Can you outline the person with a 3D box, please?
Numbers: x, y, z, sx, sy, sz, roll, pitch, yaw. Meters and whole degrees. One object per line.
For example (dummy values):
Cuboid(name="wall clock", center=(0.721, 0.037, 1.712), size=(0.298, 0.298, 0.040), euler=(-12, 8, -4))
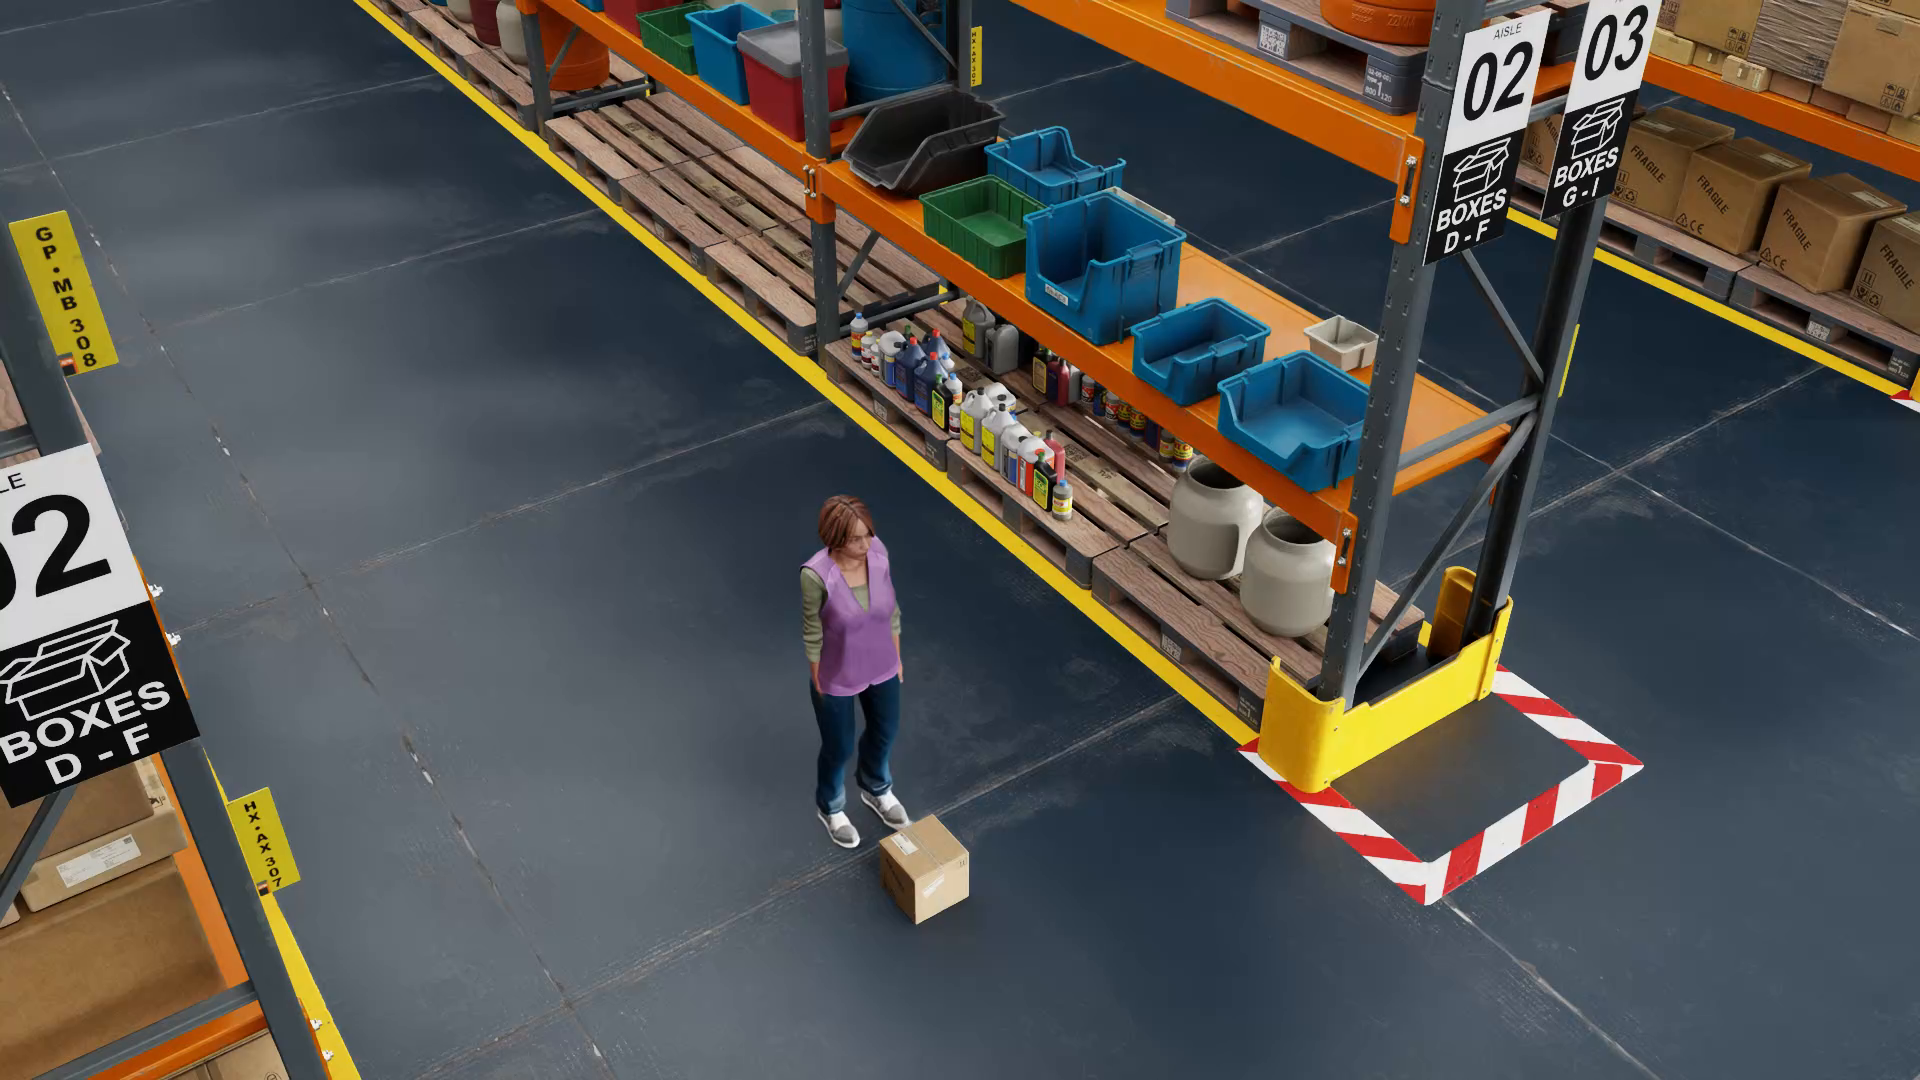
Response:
Cuboid(name="person", center=(-0.395, 0.499, 6.343), size=(0.407, 1.597, 0.316), euler=(-22, 42, -27))
